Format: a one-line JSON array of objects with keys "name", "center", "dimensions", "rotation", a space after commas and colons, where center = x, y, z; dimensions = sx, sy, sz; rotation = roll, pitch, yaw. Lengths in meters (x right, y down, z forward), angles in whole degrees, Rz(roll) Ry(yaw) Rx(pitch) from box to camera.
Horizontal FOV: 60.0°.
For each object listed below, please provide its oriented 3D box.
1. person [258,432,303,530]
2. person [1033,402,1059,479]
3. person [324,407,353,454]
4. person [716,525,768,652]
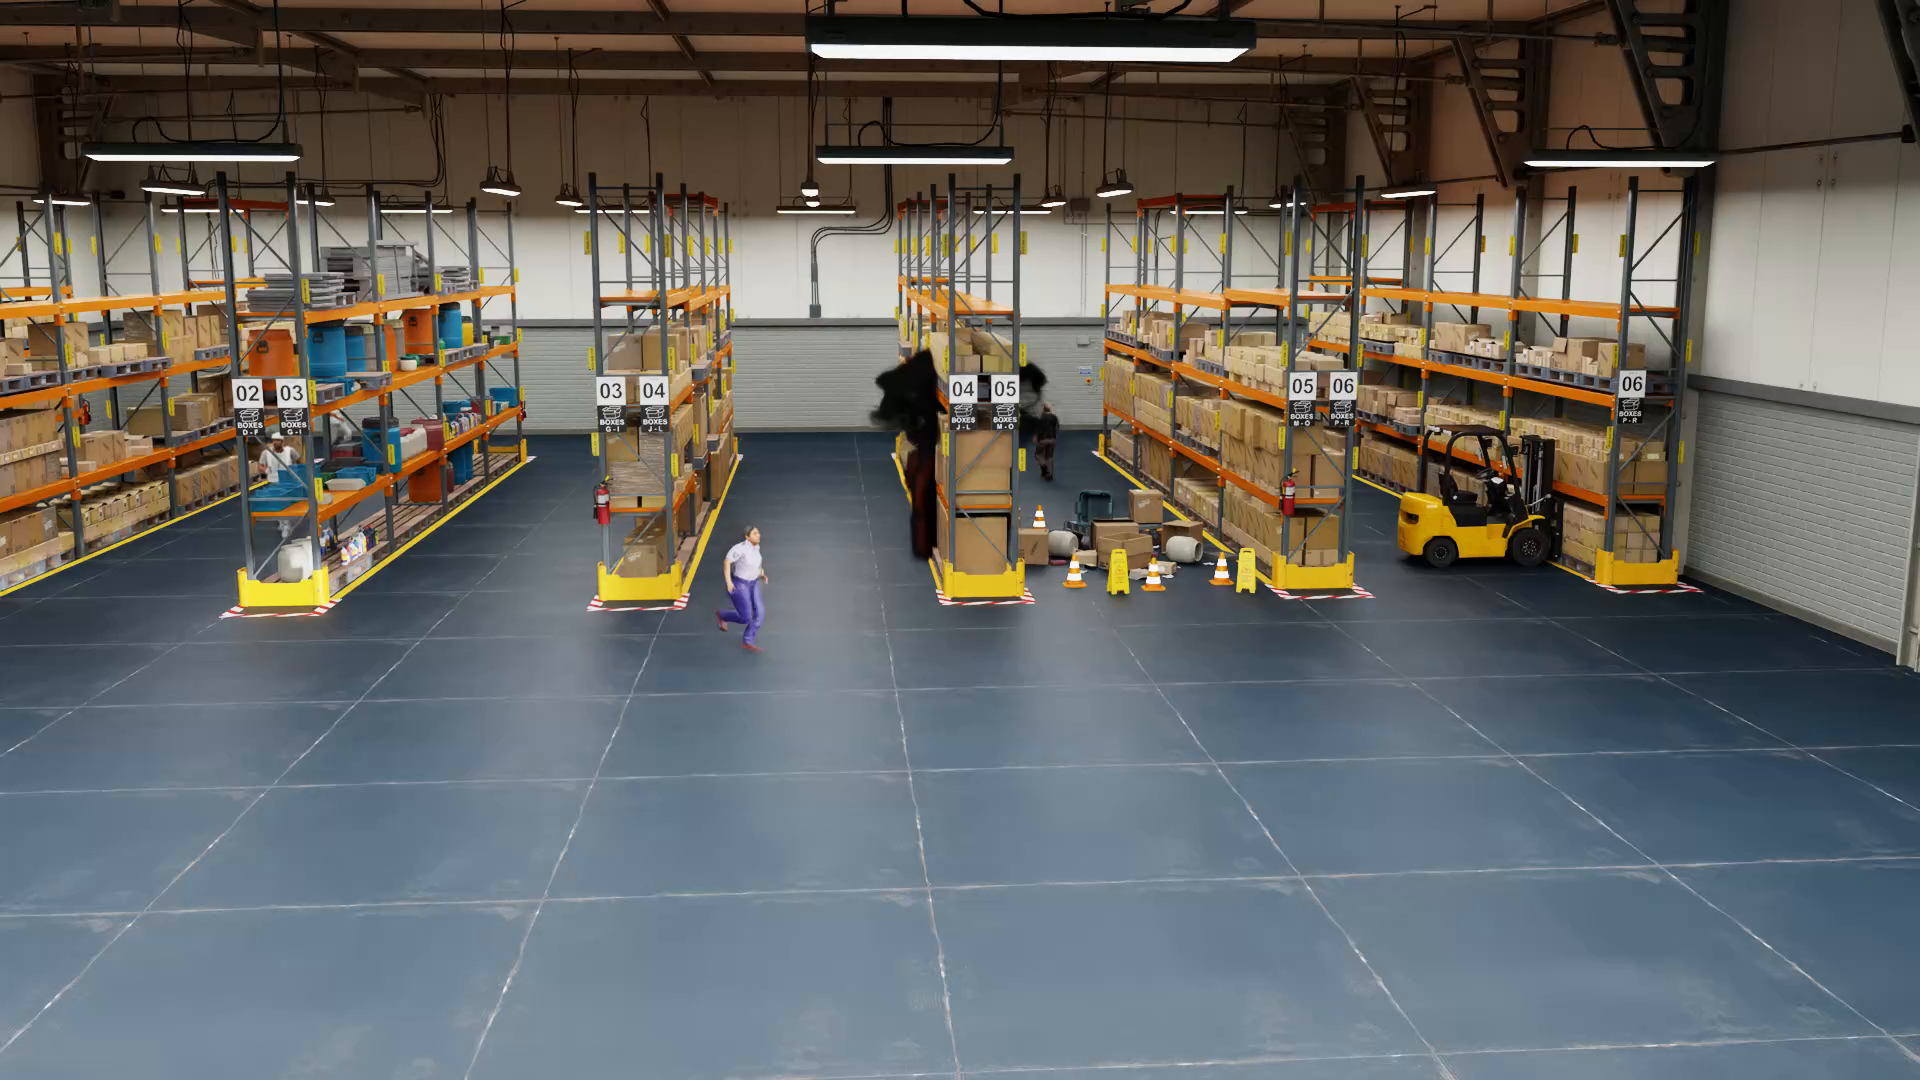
[{"name": "person", "center": [-11.896, -1.043, 29.141], "dimensions": [0.703, 1.712, 0.771], "rotation": [-2, 10, -12]}, {"name": "person", "center": [1.844, -2.170, 36.139], "dimensions": [0.640, 1.675, 0.662], "rotation": [-4, 11, -22]}, {"name": "person", "center": [-14.991, -2.770, 39.838], "dimensions": [0.711, 1.669, 0.621], "rotation": [2, 10, 12]}, {"name": "person", "center": [-2.738, 0.602, 20.847], "dimensions": [0.669, 1.613, 0.636], "rotation": [5, 11, 28]}]
